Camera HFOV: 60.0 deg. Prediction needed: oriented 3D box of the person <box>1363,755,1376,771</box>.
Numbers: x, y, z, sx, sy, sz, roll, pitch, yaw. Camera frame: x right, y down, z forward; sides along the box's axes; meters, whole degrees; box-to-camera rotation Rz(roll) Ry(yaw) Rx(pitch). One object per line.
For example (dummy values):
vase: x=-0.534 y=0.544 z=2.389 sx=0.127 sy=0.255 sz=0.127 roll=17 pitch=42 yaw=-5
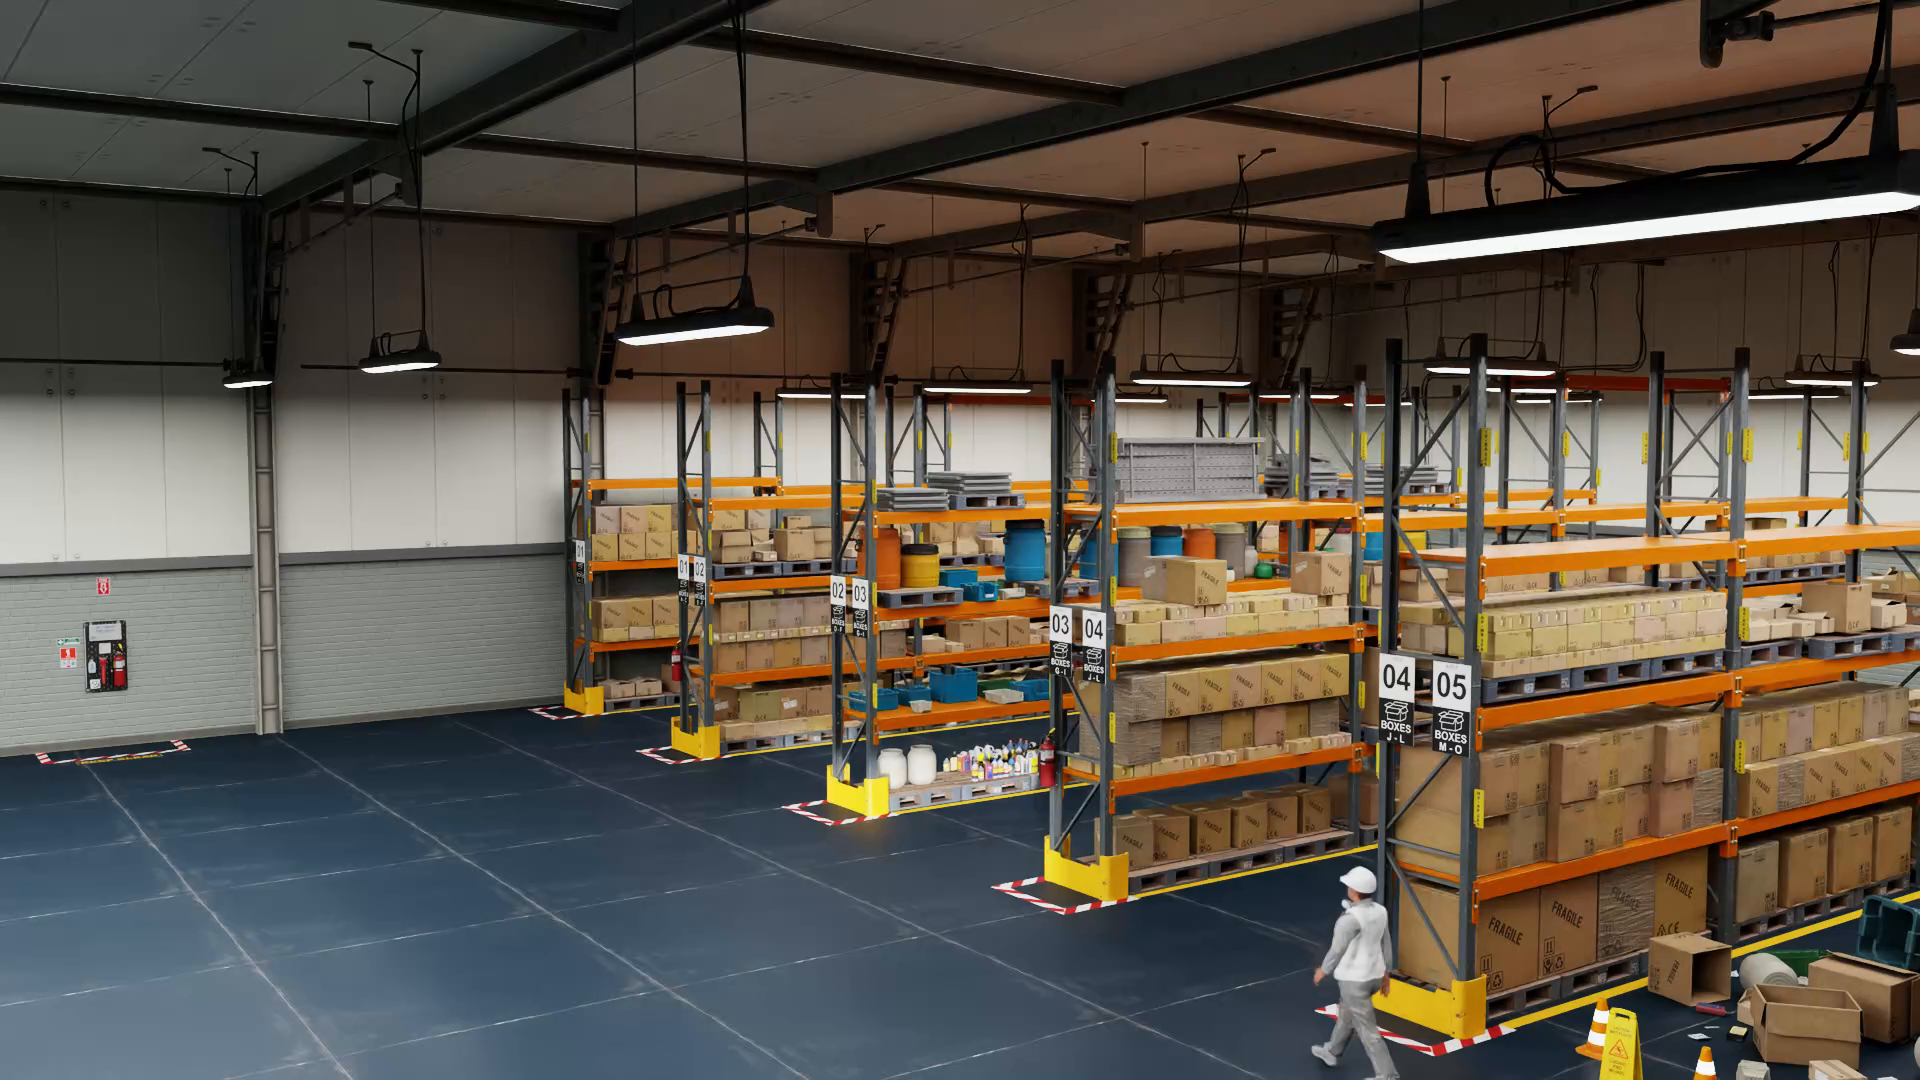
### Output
person: x=6.184 y=2.716 z=24.981 sx=0.491 sy=1.693 sz=0.479 roll=-2 pitch=4 yaw=-27

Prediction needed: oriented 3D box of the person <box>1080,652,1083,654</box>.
person: x=2.721 y=1.987 z=35.697 sx=0.638 sy=1.808 sz=0.437 roll=-1 pitch=4 yaw=-18

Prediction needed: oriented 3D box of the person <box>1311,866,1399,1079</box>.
person: x=3.094 y=3.429 z=13.197 sx=0.558 sy=1.724 sz=0.980 roll=-3 pitch=5 yaw=-42

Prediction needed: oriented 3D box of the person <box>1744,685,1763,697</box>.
person: x=11.285 y=2.787 z=23.638 sx=1.031 sy=1.726 sz=0.503 roll=-3 pitch=5 yaw=-37
